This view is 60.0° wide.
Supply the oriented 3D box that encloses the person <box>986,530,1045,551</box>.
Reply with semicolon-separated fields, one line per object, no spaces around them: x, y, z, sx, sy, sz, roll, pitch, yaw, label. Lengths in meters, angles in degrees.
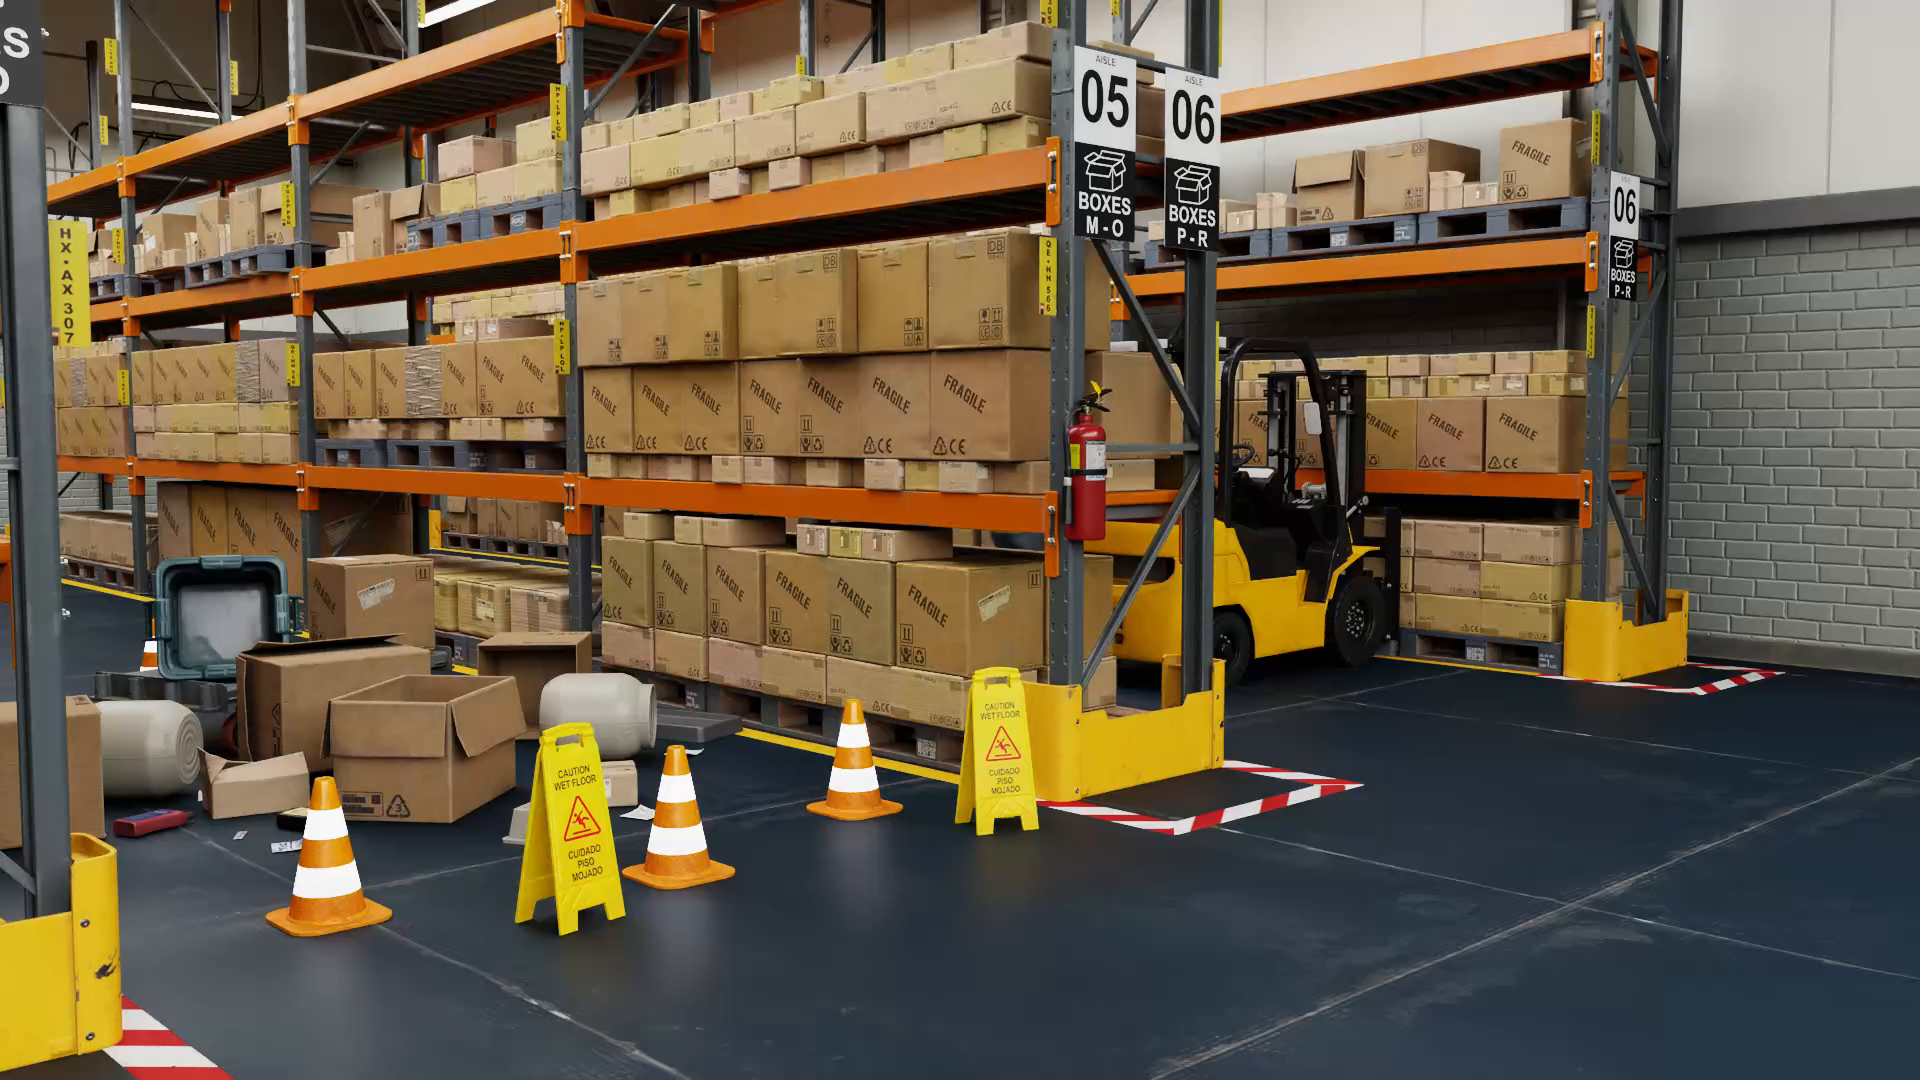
0.421;-0.089;11.958;0.609;1.761;0.451;4;5;44;person
